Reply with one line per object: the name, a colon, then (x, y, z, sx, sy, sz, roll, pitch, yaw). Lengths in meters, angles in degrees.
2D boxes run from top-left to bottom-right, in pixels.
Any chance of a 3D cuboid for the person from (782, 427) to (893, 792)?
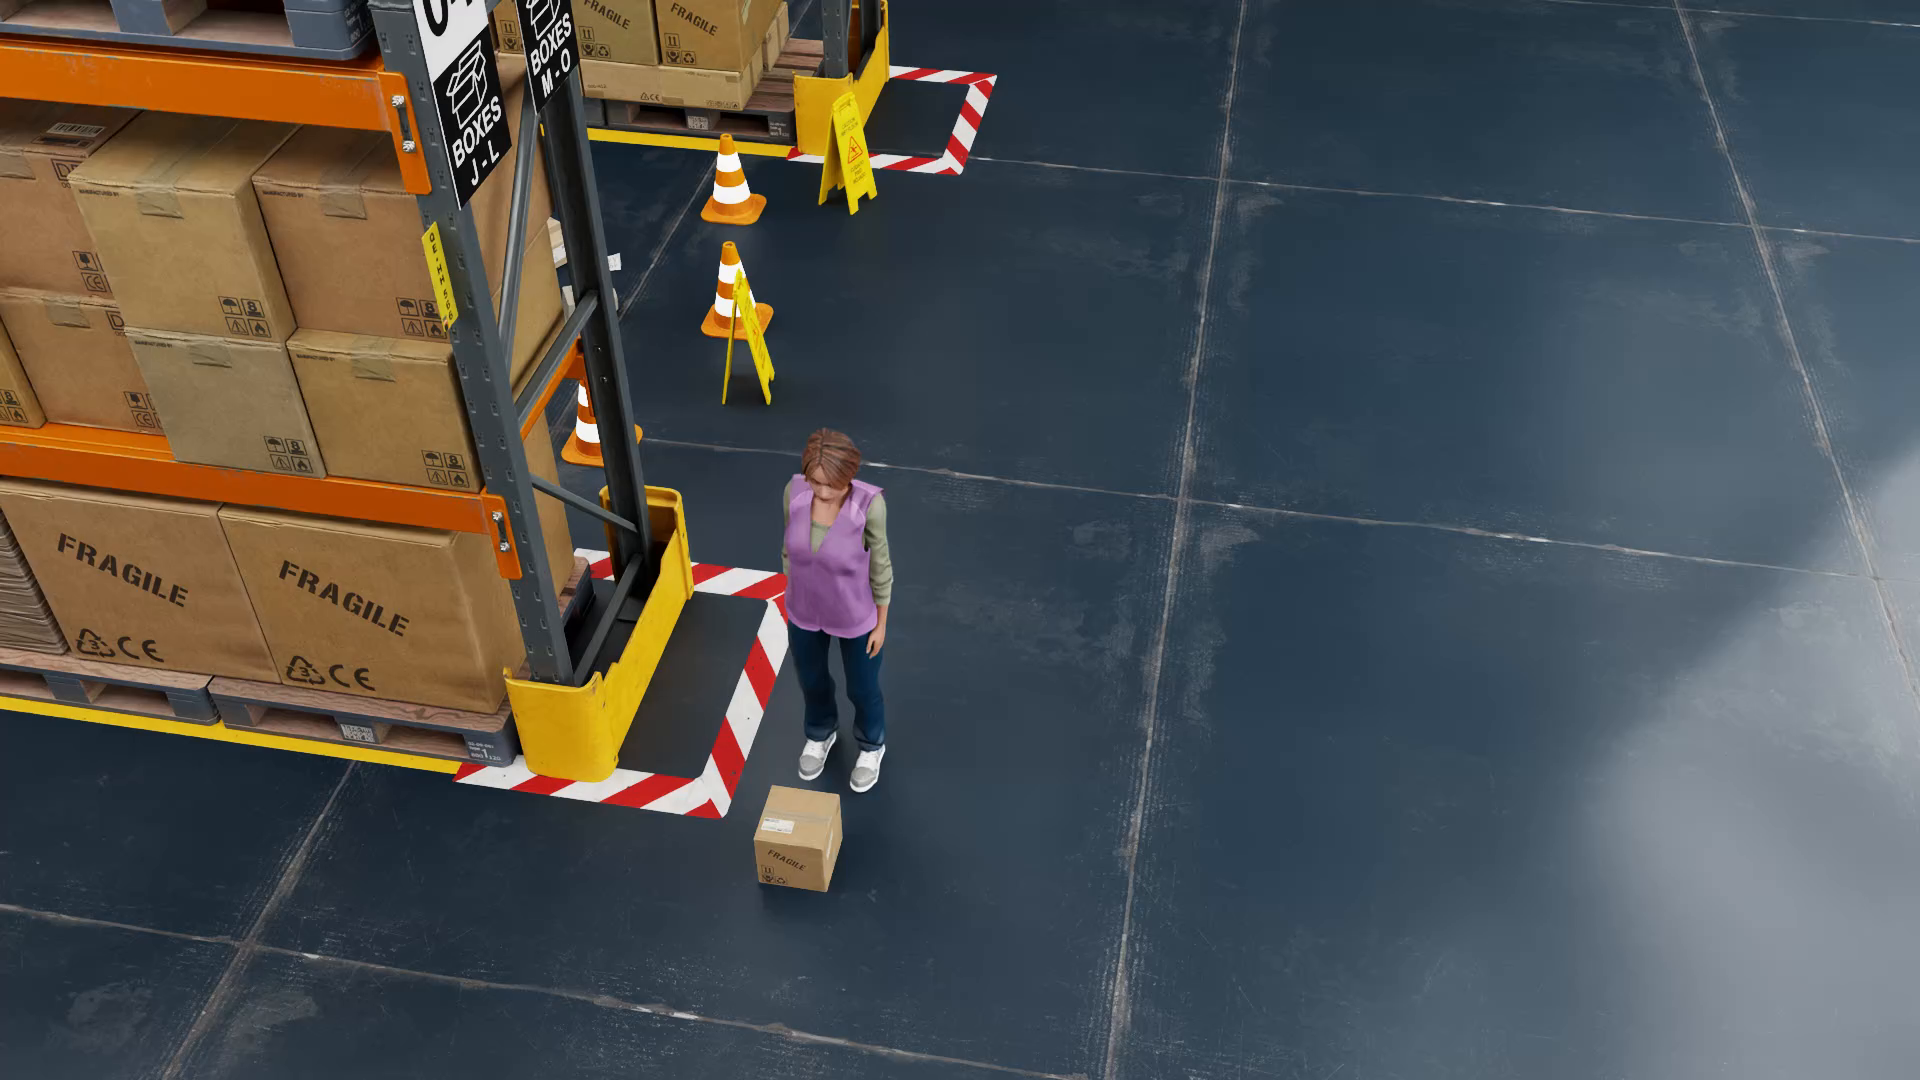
person: (-0.424, 0.262, 5.876, 0.407, 1.596, 0.303, 11, 42, 12)
